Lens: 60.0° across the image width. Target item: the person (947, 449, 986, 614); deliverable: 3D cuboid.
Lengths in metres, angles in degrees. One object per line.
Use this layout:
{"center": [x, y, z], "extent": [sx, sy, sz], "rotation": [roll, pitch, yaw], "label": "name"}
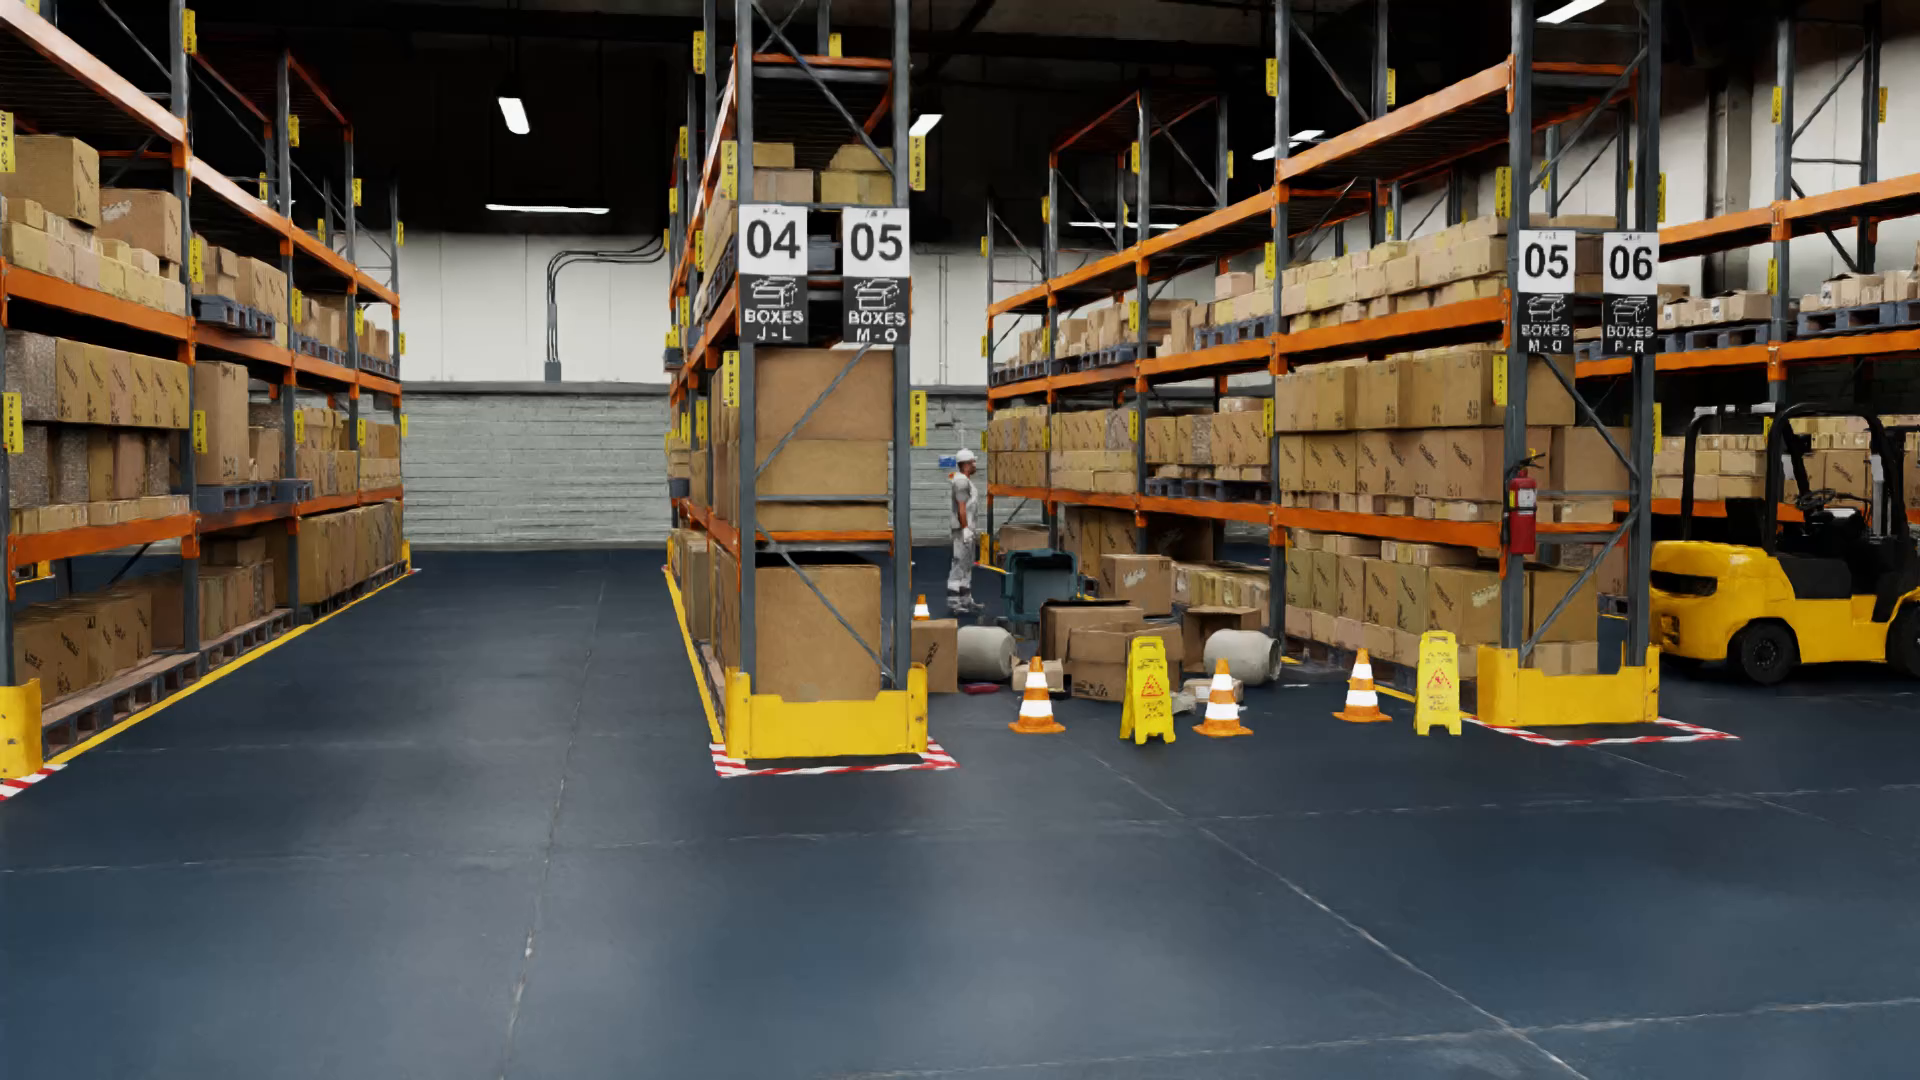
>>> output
{"center": [0.071, -0.105, 18.295], "extent": [0.414, 1.791, 0.622], "rotation": [0, 3, 4], "label": "person"}
